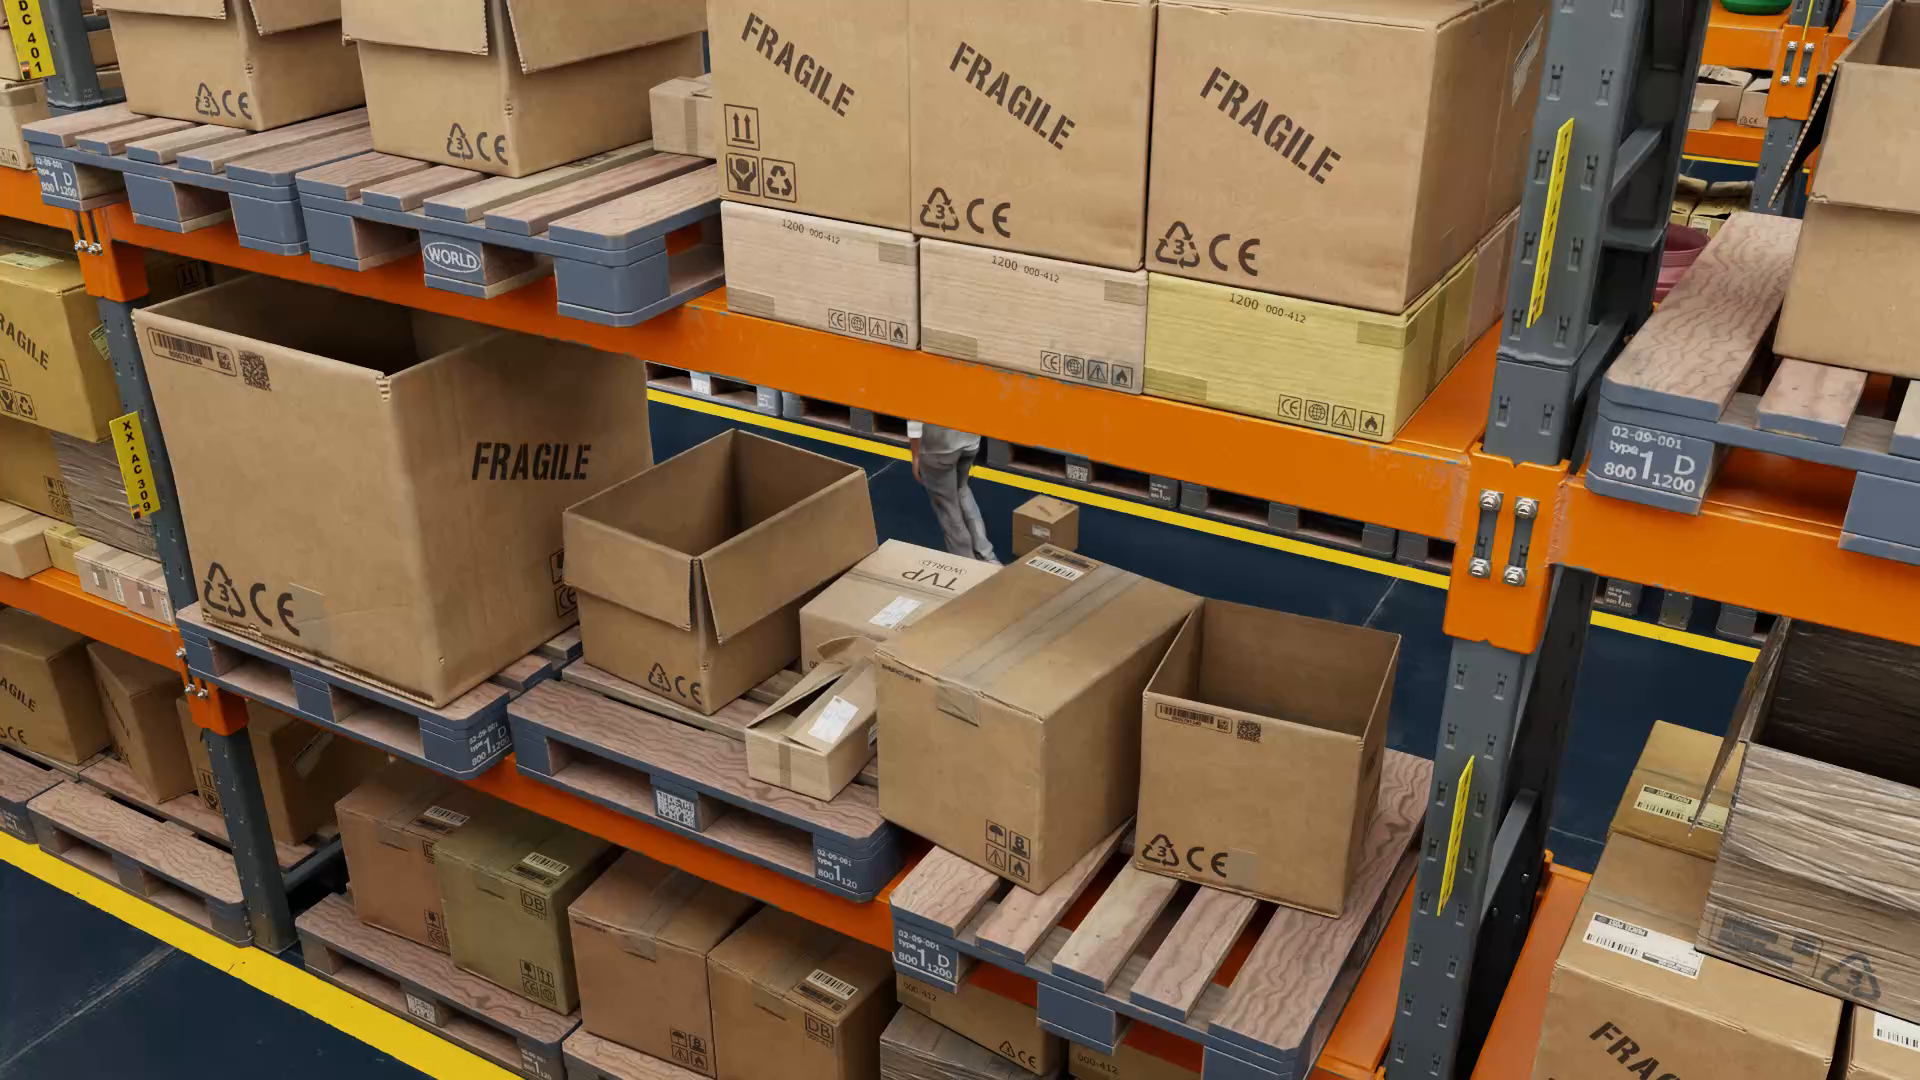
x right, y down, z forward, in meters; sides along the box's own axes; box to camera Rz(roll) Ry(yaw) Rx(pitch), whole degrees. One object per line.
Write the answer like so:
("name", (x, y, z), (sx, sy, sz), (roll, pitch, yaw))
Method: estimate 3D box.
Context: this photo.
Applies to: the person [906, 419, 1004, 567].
("person", (-0.027, -0.454, 7.989), (0.545, 1.586, 0.409), (-22, 34, -36))
